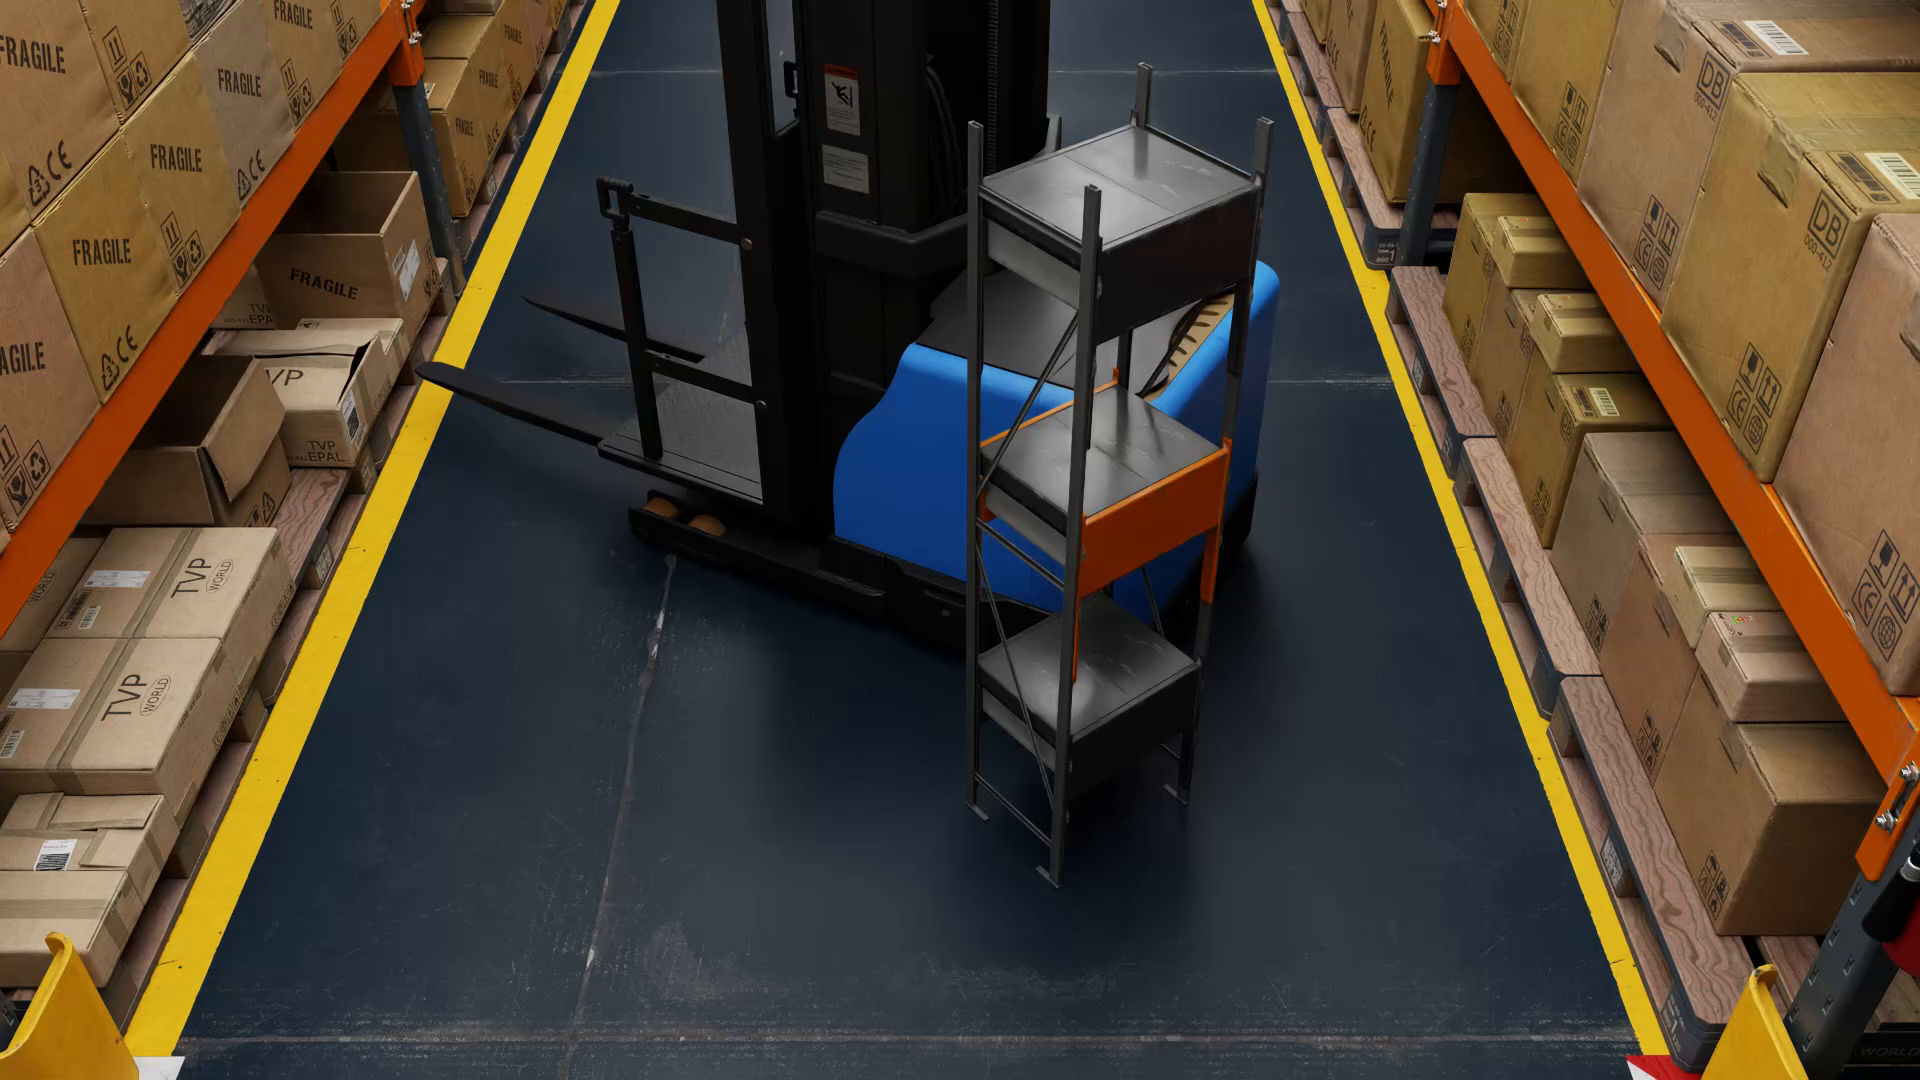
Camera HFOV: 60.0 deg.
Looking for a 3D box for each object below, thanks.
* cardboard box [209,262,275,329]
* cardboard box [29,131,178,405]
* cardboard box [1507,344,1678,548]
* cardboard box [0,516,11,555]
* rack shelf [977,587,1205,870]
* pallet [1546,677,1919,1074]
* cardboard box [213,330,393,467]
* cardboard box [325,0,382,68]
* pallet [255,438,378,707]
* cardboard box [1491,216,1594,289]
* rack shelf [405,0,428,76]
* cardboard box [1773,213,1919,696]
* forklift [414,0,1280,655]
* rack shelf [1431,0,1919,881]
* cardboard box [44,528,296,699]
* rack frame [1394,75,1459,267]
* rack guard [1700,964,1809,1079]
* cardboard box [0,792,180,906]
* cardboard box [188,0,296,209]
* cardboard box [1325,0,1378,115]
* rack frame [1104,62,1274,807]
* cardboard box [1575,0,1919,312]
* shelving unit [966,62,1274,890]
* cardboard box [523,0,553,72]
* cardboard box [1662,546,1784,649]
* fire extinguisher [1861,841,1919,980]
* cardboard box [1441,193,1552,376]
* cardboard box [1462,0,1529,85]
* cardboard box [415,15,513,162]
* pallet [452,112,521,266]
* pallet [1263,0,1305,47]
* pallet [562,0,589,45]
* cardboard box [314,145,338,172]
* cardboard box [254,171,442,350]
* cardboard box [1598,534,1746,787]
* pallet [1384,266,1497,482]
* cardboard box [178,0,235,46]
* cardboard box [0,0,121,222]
[{"bbox_3d":[-2.826,-1.085,6.503,0.500,0.311,0.500,0,39,0],"label":"cardboard box"},{"bbox_3d":[-2.346,-0.677,4.116,0.500,0.500,0.500,0,39,0],"label":"cardboard box"},{"bbox_3d":[2.237,-0.317,5.409,0.700,0.500,0.500,1,39,1],"label":"cardboard box"},{"bbox_3d":[-2.343,-0.040,3.322,0.500,0.500,0.500,1,39,1],"label":"cardboard box"},{"bbox_3d":[0.337,0.501,4.587,0.480,0.518,0.431,-27,46,-29],"label":"rack shelf"},{"bbox_3d":[2.269,0.859,4.510,1.003,0.211,1.213,0,39,0],"label":"pallet"},{"bbox_3d":[-2.325,-0.522,5.802,0.500,0.311,0.500,0,39,0],"label":"cardboard box"},{"bbox_3d":[-2.353,-1.952,5.707,0.500,0.500,0.500,1,39,1],"label":"cardboard box"},{"bbox_3d":[-2.606,0.058,5.510,1.003,0.211,1.213,0,39,0],"label":"pallet"},{"bbox_3d":[2.060,-0.990,5.732,0.380,0.149,0.250,1,39,1],"label":"cardboard box"},{"bbox_3d":[-2.613,-3.195,7.914,1.077,0.370,4.000,0,39,0],"label":"rack shelf"},{"bbox_3d":[2.337,-0.166,3.318,0.980,0.700,0.700,2,39,2],"label":"cardboard box"},{"bbox_3d":[-0.547,-1.331,5.068,3.031,2.935,1.130,19,42,22],"label":"forklift"},{"bbox_3d":[2.346,-0.700,4.800,1.077,0.370,4.000,0,39,0],"label":"rack shelf"},{"bbox_3d":[-2.324,0.212,4.934,0.500,0.250,0.500,0,39,0],"label":"cardboard box"},{"bbox_3d":[2.343,-2.231,6.135,1.000,3.000,0.127,0,39,0],"label":"rack frame"},{"bbox_3d":[2.348,1.261,3.777,1.175,0.500,0.348,0,39,0],"label":"rack guard"},{"bbox_3d":[-2.263,0.792,4.277,0.380,0.166,0.250,0,39,0],"label":"cardboard box"},{"bbox_3d":[-2.348,-1.308,4.904,0.500,0.500,0.500,1,39,1],"label":"cardboard box"},{"bbox_3d":[2.209,-2.518,7.877,0.750,0.750,0.750,1,39,1],"label":"cardboard box"},{"bbox_3d":[0.528,-0.151,4.260,0.015,2.100,0.400,-27,46,-29],"label":"rack frame"},{"bbox_3d":[2.334,-1.097,4.481,0.980,0.700,0.700,-2,39,-2],"label":"cardboard box"},{"bbox_3d":[0.337,-0.056,4.141,0.503,2.100,0.431,-27,46,-29],"label":"shelving unit"},{"bbox_3d":[-2.372,-2.686,8.350,0.500,0.500,0.500,-1,39,-2],"label":"cardboard box"},{"bbox_3d":[2.064,0.151,4.307,0.380,0.149,0.250,1,39,1],"label":"cardboard box"},{"bbox_3d":[1.887,0.541,3.037,0.296,0.674,0.183,0,39,0],"label":"fire extinguisher"},{"bbox_3d":[2.242,-0.952,6.202,0.700,0.500,0.500,0,39,1],"label":"cardboard box"},{"bbox_3d":[2.328,-2.009,5.618,0.980,0.700,0.700,1,39,1],"label":"cardboard box"},{"bbox_3d":[-2.379,-2.058,7.566,0.500,0.500,0.500,0,39,1],"label":"cardboard box"},{"bbox_3d":[-2.649,-1.645,7.635,1.003,0.211,1.213,0,39,0],"label":"pallet"},{"bbox_3d":[2.264,-3.151,9.513,1.003,0.211,1.213,0,39,0],"label":"pallet"},{"bbox_3d":[-2.652,-3.171,9.539,1.003,0.211,1.213,0,39,0],"label":"pallet"},{"bbox_3d":[-2.898,-1.730,7.157,0.500,0.500,0.500,0,39,0],"label":"cardboard box"},{"bbox_3d":[-2.326,-1.065,6.328,0.500,0.500,0.500,0,39,0],"label":"cardboard box"},{"bbox_3d":[2.246,0.331,4.601,0.700,0.500,0.500,0,39,0],"label":"cardboard box"},{"bbox_3d":[2.266,-0.667,6.414,1.003,0.211,1.213,0,39,0],"label":"pallet"},{"bbox_3d":[-2.347,-1.703,4.597,0.500,0.500,0.500,0,39,0],"label":"cardboard box"},{"bbox_3d":[-2.346,-1.070,3.807,0.500,0.500,0.500,0,39,1],"label":"cardboard box"}]
